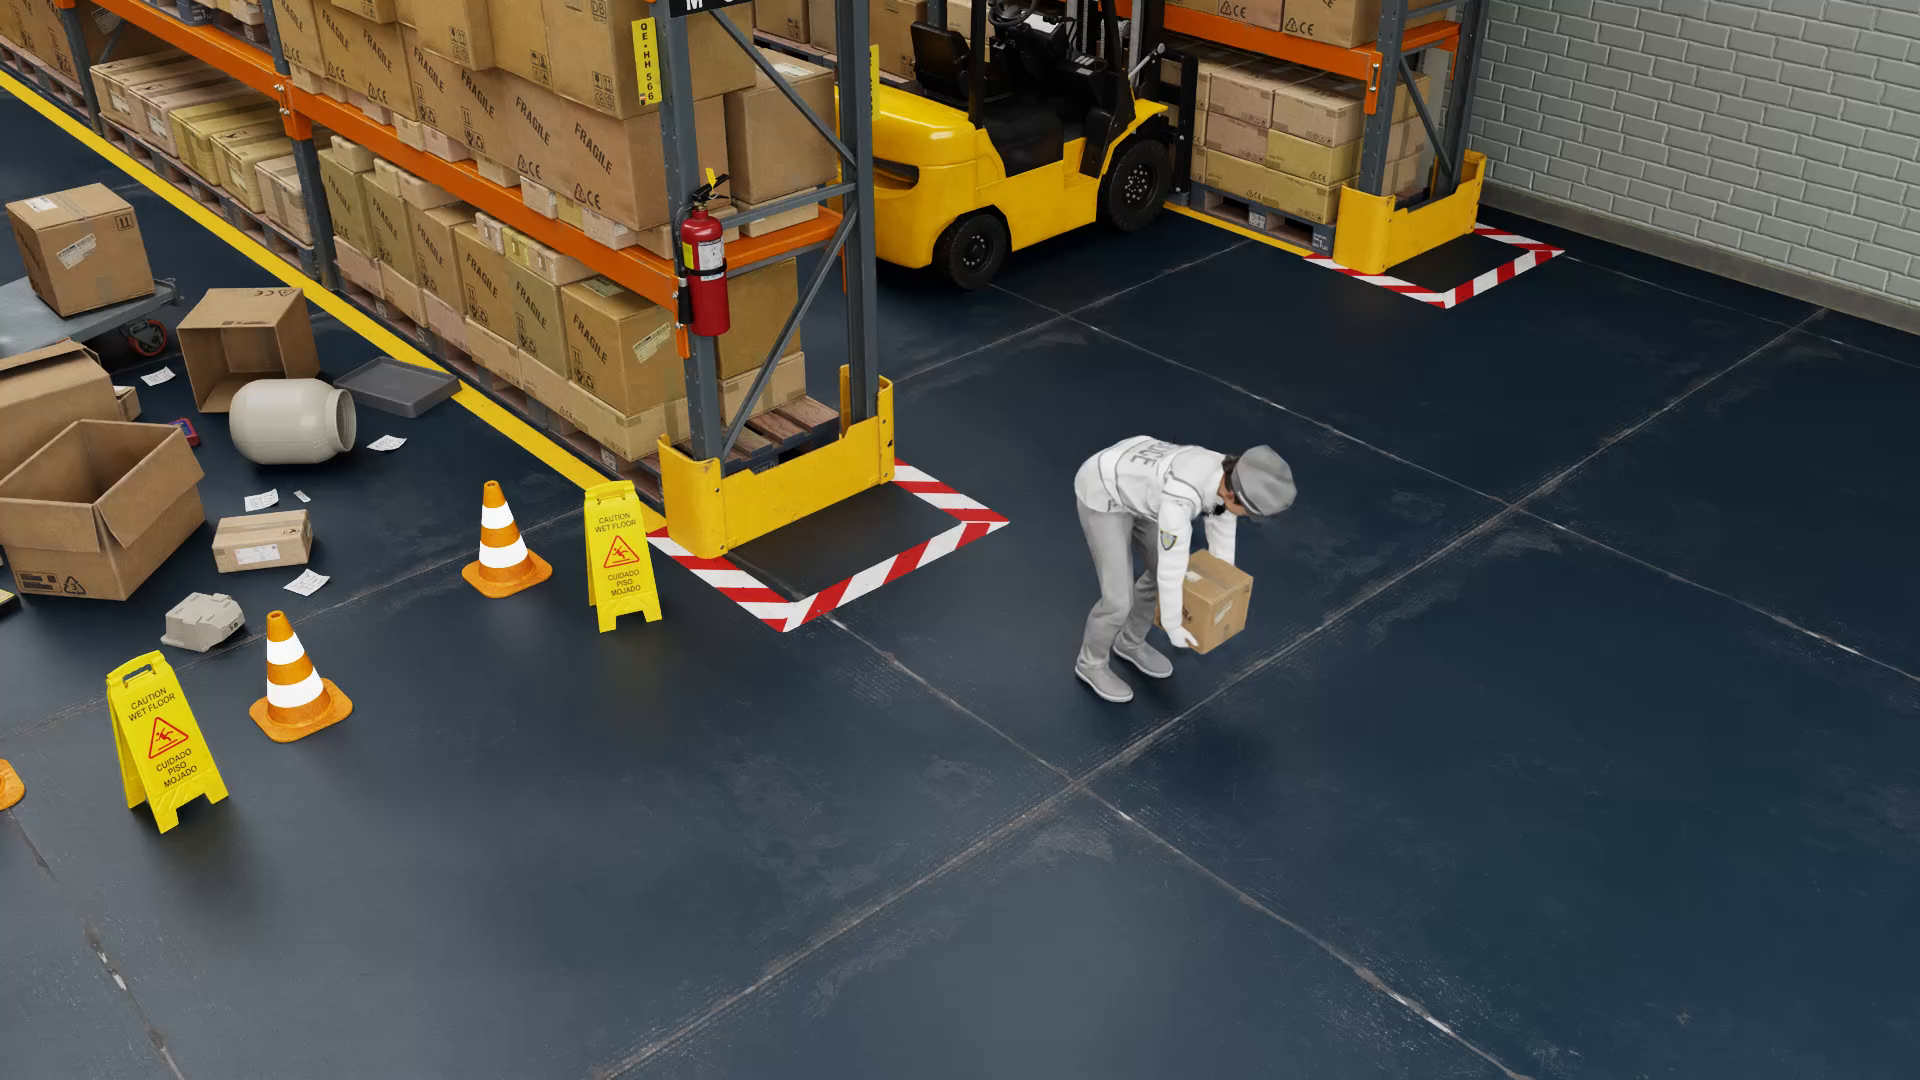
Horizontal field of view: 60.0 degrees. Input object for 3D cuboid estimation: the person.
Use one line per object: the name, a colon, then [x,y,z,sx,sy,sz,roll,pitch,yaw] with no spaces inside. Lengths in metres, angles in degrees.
person: [0.831,0.109,6.357,0.411,1.251,0.906,-27,41,-36]
